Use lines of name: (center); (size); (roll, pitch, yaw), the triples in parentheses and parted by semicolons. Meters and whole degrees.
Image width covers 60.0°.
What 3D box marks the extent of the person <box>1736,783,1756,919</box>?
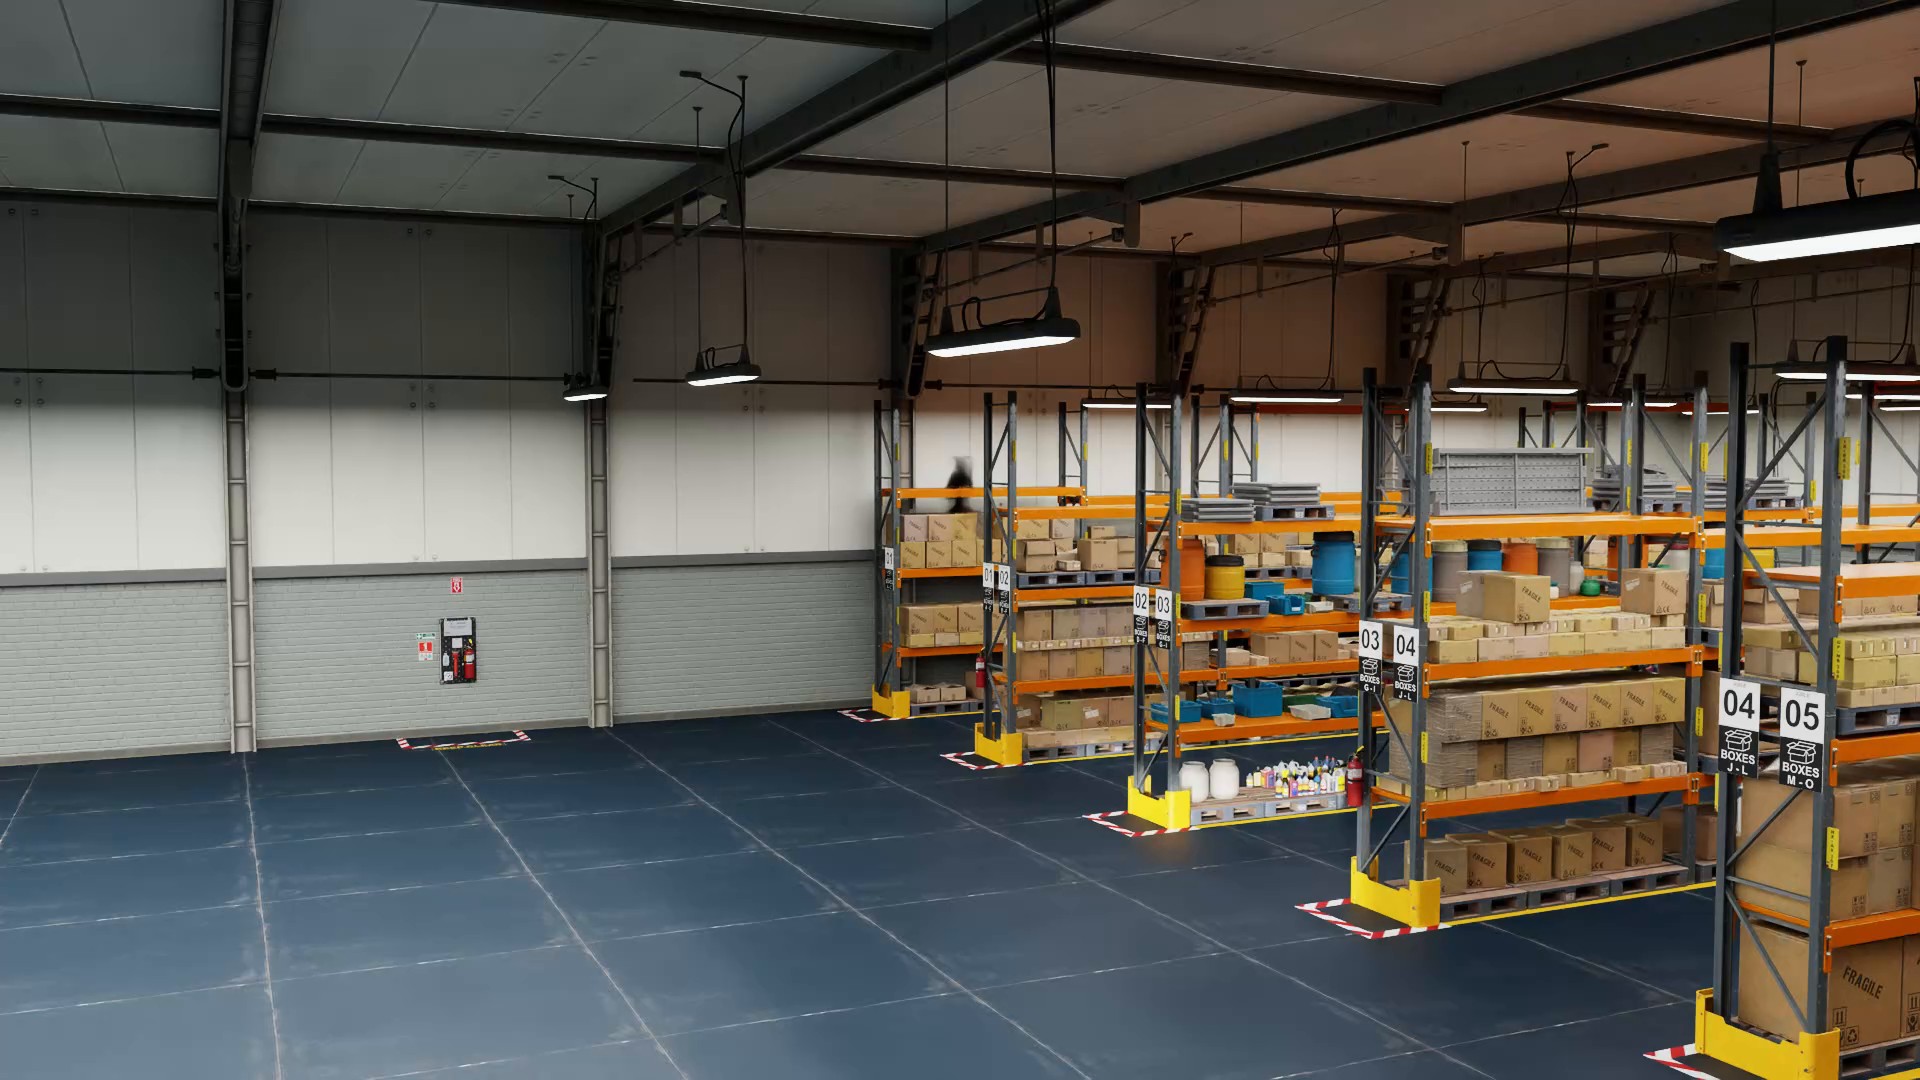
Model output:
person: (8.383, 3.312, 17.452); (0.820, 1.692, 0.685); (-2, 4, -33)

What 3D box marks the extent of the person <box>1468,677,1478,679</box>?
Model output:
person: (8.294, 2.674, 27.673); (0.846, 1.780, 0.685); (-2, 4, -24)
